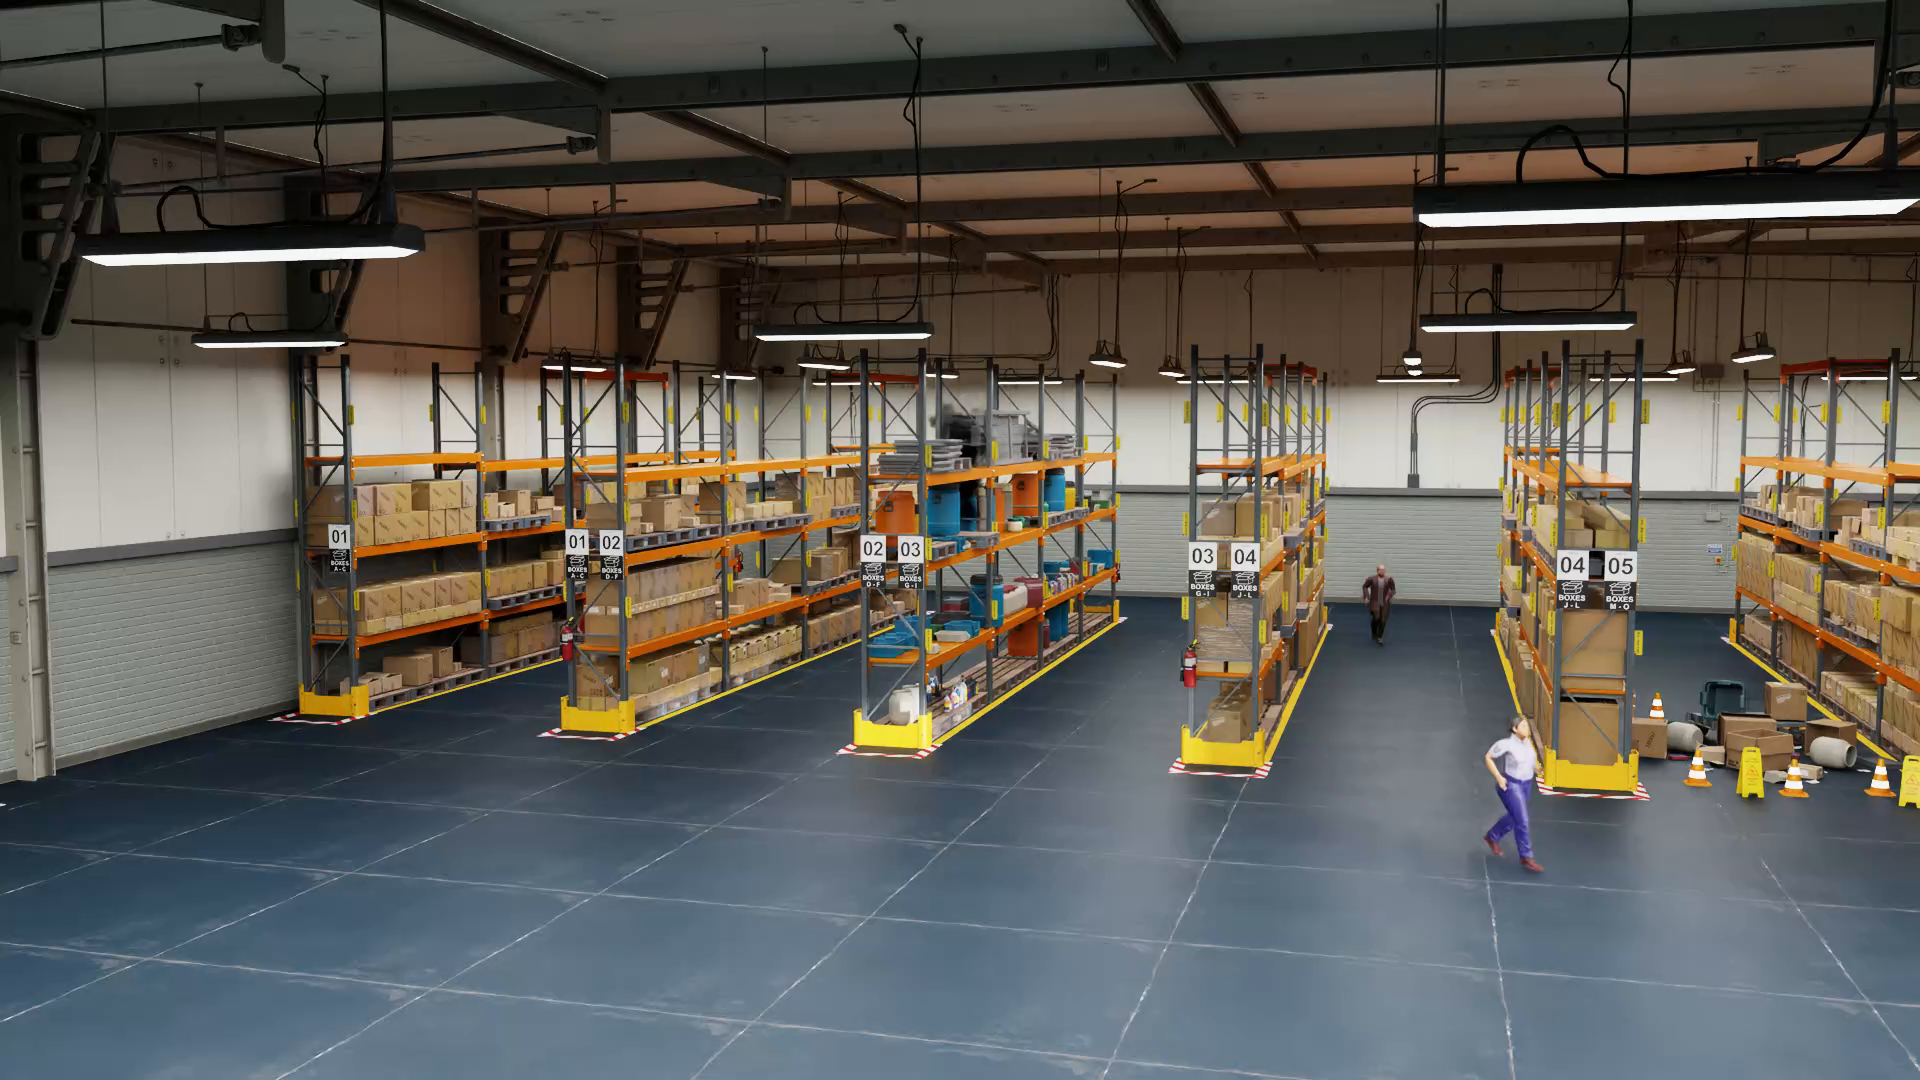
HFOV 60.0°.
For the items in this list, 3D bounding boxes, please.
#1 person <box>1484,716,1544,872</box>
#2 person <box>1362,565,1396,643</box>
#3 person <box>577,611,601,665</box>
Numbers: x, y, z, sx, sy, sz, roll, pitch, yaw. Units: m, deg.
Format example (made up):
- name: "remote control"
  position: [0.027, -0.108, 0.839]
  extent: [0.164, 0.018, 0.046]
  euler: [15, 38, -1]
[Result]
- name: "person"
  position: [6.183, 2.786, 18.524]
  extent: [0.615, 1.637, 0.866]
  euler: [-3, 5, -38]
- name: "person"
  position: [9.180, 1.404, 36.369]
  extent: [0.694, 1.737, 0.741]
  euler: [0, 4, 6]
- name: "person"
  position: [-6.740, 1.877, 30.492]
  extent: [0.661, 1.673, 0.627]
  euler: [1, 4, 8]
